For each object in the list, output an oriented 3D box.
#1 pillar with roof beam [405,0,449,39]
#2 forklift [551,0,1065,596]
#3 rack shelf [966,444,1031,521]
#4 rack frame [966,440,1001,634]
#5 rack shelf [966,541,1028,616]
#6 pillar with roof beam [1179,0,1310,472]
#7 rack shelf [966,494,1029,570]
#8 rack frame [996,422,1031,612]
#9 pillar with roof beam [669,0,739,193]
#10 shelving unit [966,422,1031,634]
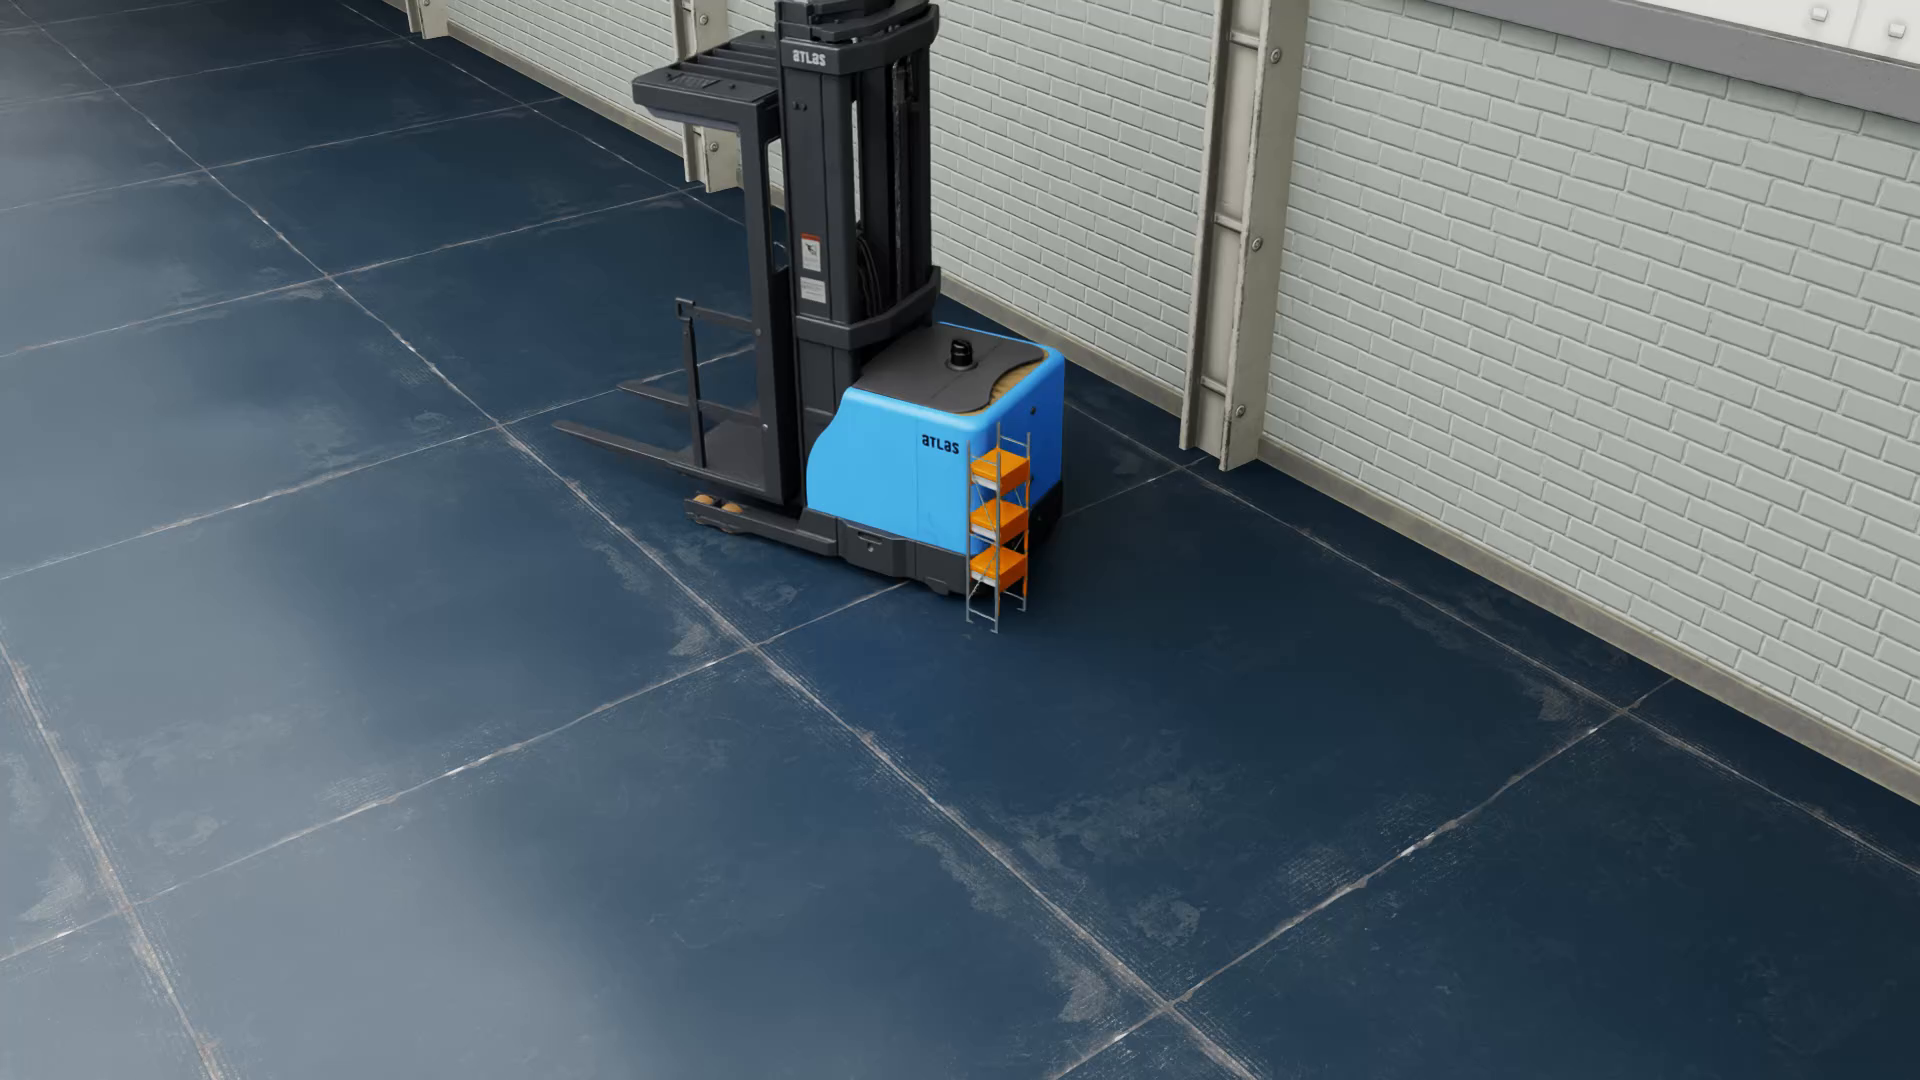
[{"bbox_3d":[-9.181,-7.969,13.551,9.100,9.000,0.400,-22,38,-31],"label":"pillar with roof beam"},{"bbox_3d":[-0.966,-1.507,8.899,3.031,2.935,1.130,16,35,25],"label":"forklift"},{"bbox_3d":[0.189,-0.285,8.196,0.215,0.259,0.240,22,38,32],"label":"rack shelf"},{"bbox_3d":[0.114,-0.002,8.258,0.200,1.050,0.008,22,38,32],"label":"rack frame"},{"bbox_3d":[0.189,0.192,8.492,0.215,0.259,0.240,22,38,32],"label":"rack shelf"},{"bbox_3d":[-1.823,-2.968,5.499,9.100,9.000,0.400,-22,38,-31],"label":"pillar with roof beam"},{"bbox_3d":[0.189,-0.044,8.346,0.215,0.259,0.240,22,38,32],"label":"rack shelf"},{"bbox_3d":[0.264,-0.104,8.422,0.200,1.050,0.008,22,38,32],"label":"rack frame"},{"bbox_3d":[-5.502,-5.468,9.525,9.100,9.000,0.400,-22,38,-31],"label":"pillar with roof beam"},{"bbox_3d":[0.189,-0.053,8.340,0.215,1.050,0.252,22,38,32],"label":"shelving unit"}]
